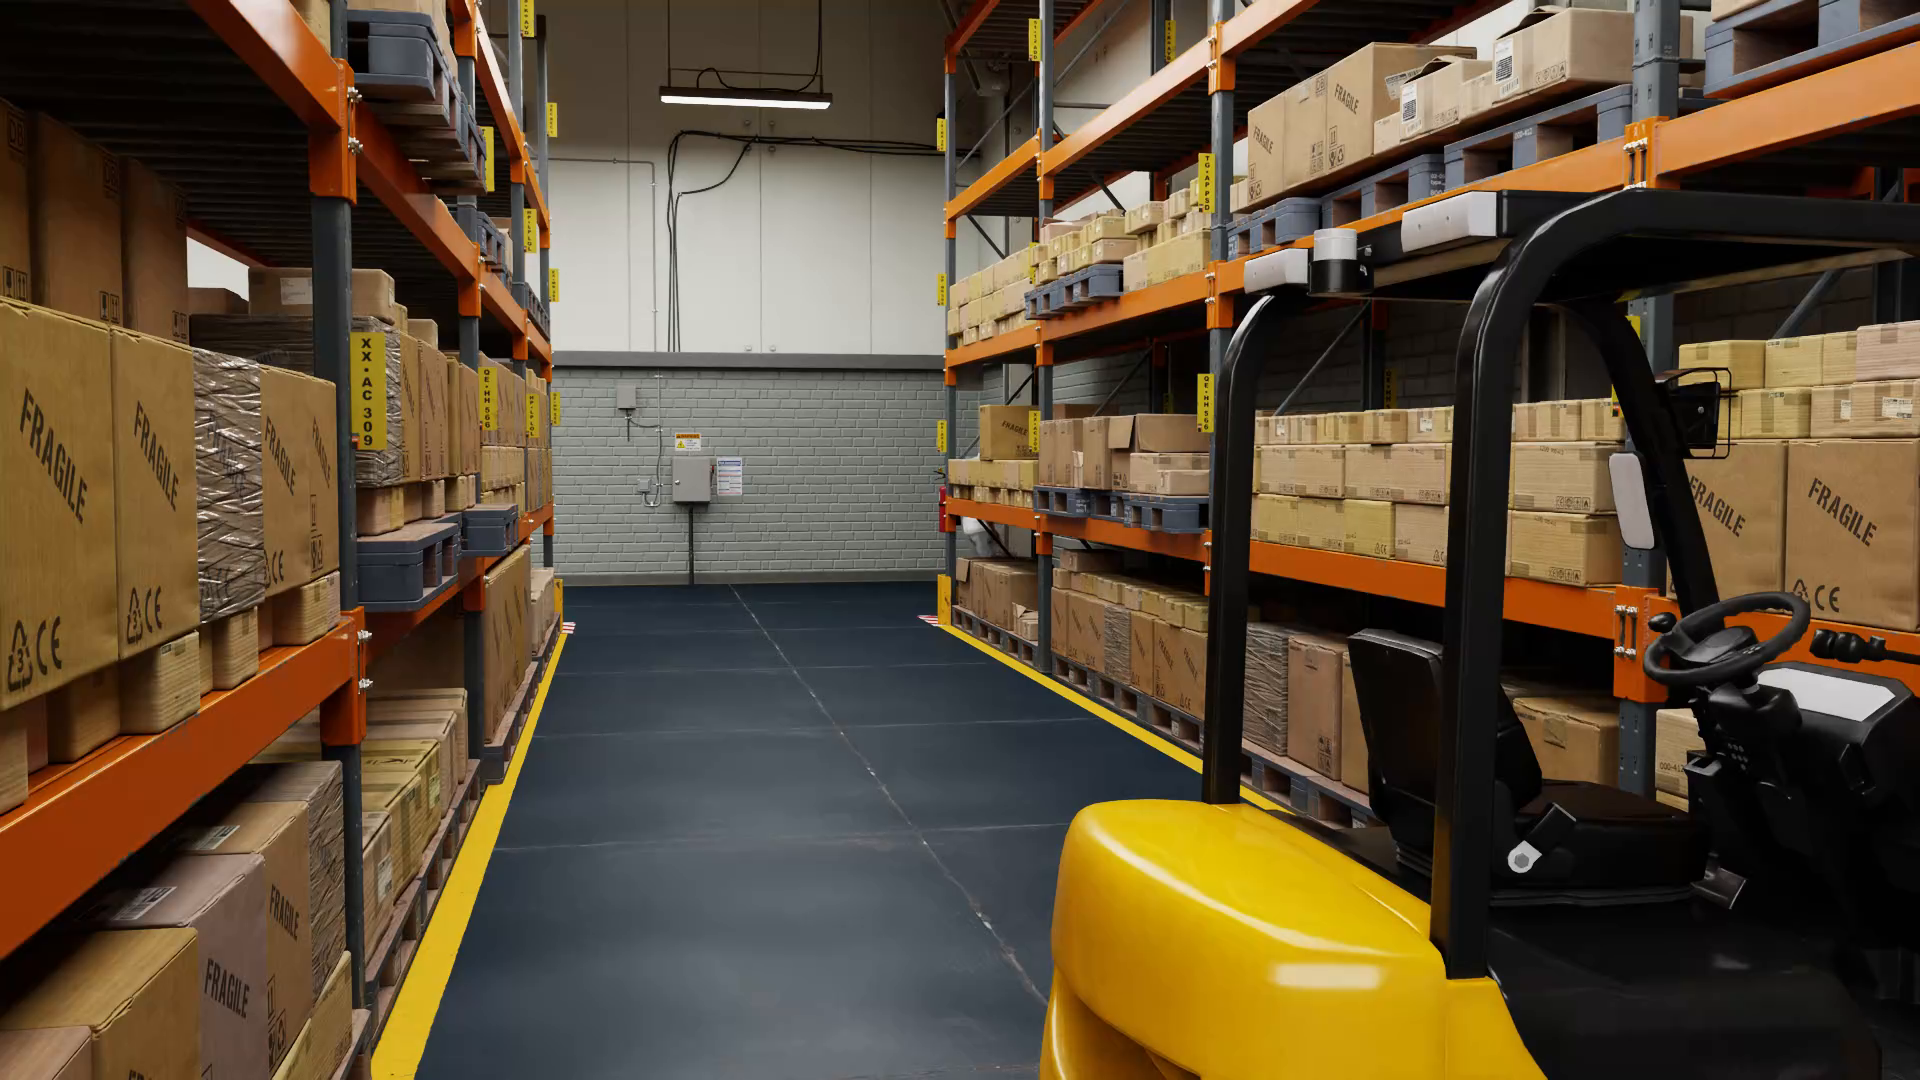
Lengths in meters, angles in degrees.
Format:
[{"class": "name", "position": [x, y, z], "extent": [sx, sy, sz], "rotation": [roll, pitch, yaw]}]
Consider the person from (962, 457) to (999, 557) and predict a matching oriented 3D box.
[{"class": "person", "position": [0.258, -0.100, 18.824], "extent": [0.443, 1.762, 0.601], "rotation": [-1, 3, -13]}]
